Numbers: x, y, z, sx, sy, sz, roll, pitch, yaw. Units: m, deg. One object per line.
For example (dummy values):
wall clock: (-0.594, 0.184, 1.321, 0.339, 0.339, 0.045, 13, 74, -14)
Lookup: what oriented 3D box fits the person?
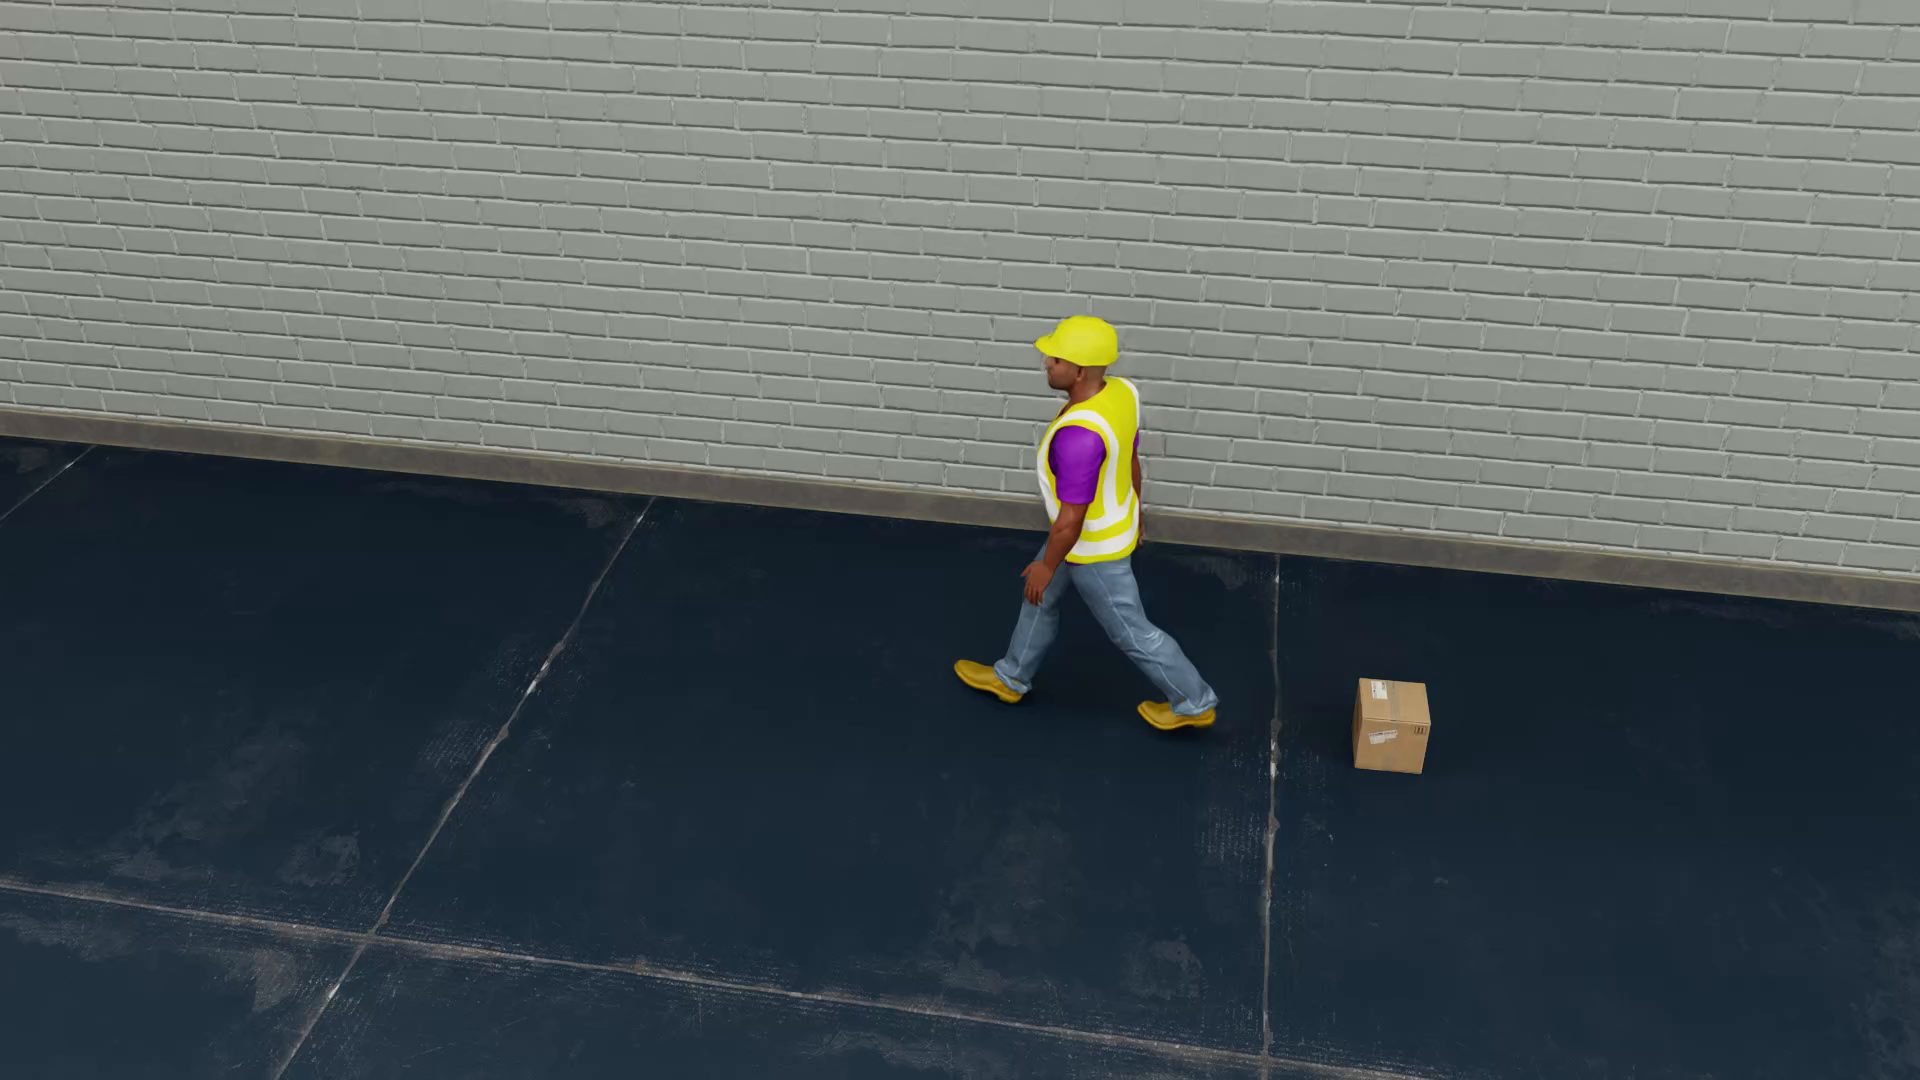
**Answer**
person: (0.478, -0.022, 6.173, 1.073, 1.717, 0.600, 6, 33, 10)
